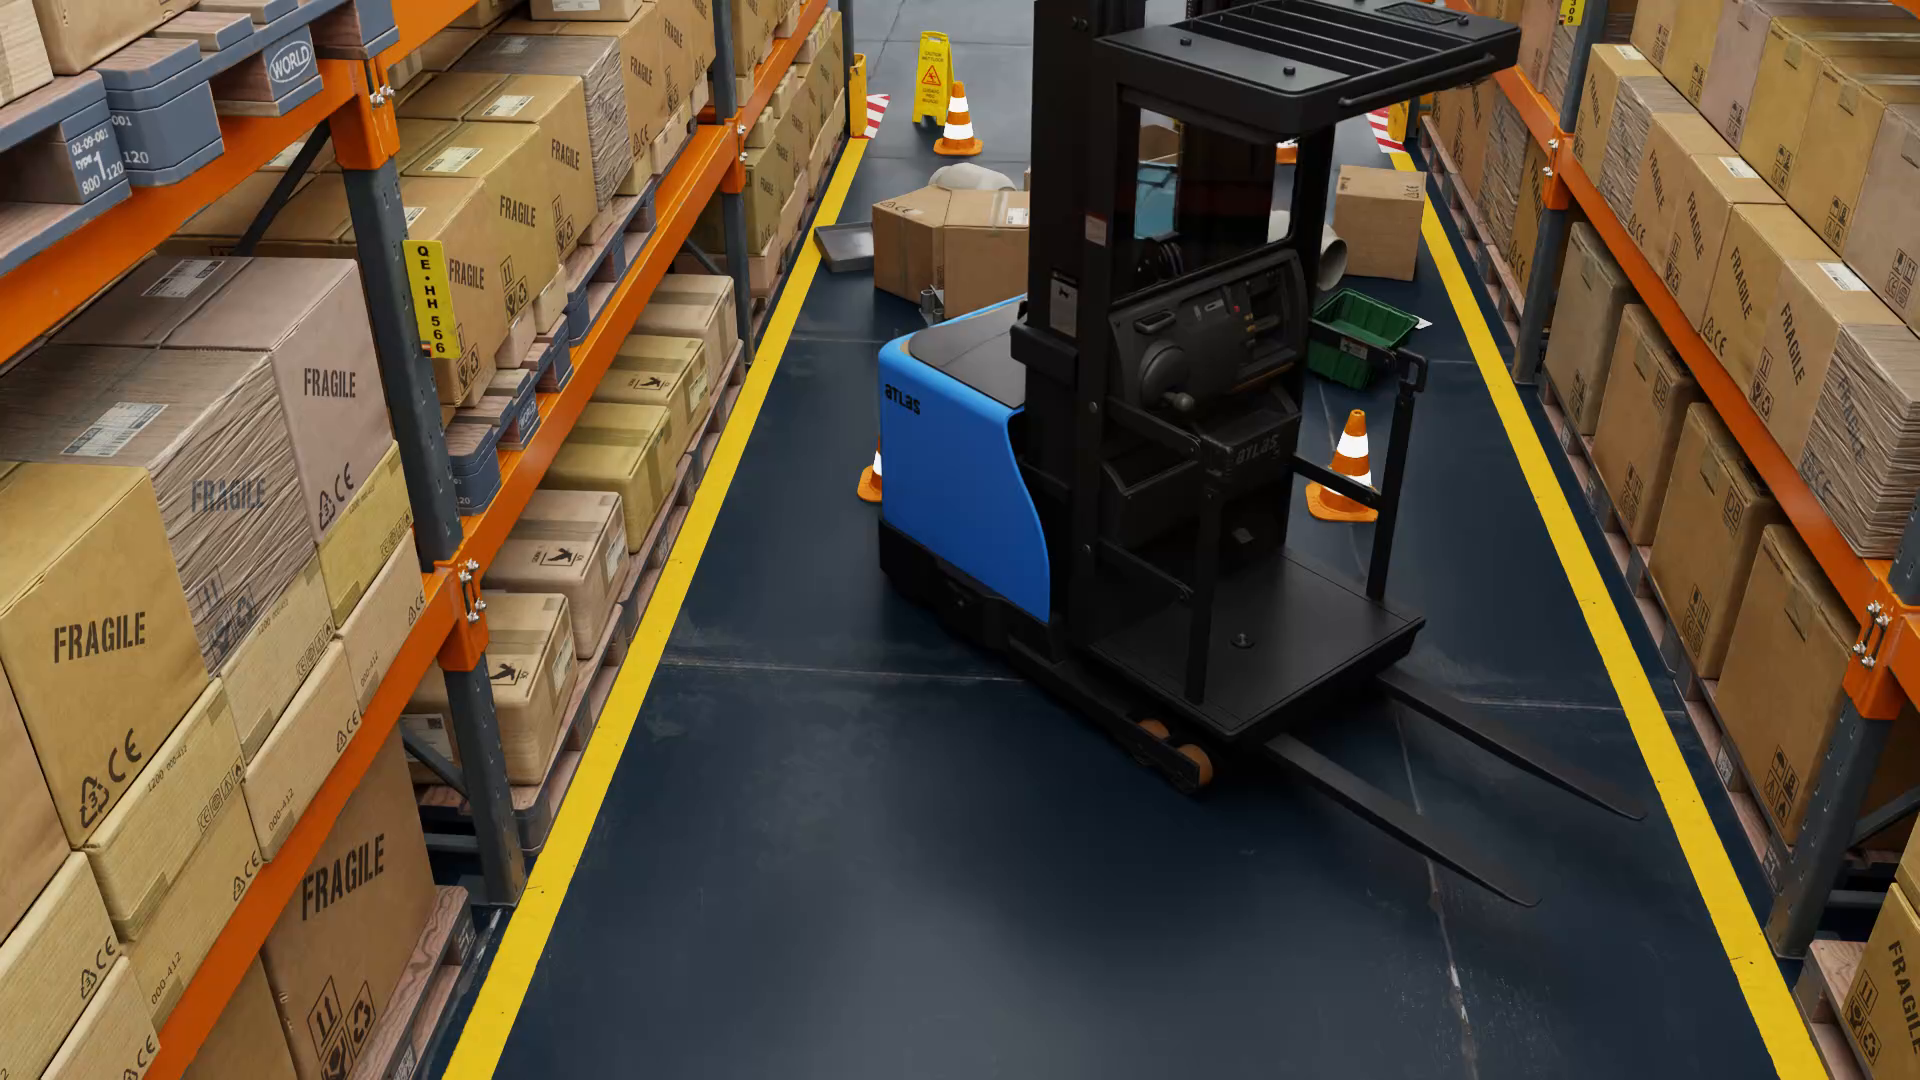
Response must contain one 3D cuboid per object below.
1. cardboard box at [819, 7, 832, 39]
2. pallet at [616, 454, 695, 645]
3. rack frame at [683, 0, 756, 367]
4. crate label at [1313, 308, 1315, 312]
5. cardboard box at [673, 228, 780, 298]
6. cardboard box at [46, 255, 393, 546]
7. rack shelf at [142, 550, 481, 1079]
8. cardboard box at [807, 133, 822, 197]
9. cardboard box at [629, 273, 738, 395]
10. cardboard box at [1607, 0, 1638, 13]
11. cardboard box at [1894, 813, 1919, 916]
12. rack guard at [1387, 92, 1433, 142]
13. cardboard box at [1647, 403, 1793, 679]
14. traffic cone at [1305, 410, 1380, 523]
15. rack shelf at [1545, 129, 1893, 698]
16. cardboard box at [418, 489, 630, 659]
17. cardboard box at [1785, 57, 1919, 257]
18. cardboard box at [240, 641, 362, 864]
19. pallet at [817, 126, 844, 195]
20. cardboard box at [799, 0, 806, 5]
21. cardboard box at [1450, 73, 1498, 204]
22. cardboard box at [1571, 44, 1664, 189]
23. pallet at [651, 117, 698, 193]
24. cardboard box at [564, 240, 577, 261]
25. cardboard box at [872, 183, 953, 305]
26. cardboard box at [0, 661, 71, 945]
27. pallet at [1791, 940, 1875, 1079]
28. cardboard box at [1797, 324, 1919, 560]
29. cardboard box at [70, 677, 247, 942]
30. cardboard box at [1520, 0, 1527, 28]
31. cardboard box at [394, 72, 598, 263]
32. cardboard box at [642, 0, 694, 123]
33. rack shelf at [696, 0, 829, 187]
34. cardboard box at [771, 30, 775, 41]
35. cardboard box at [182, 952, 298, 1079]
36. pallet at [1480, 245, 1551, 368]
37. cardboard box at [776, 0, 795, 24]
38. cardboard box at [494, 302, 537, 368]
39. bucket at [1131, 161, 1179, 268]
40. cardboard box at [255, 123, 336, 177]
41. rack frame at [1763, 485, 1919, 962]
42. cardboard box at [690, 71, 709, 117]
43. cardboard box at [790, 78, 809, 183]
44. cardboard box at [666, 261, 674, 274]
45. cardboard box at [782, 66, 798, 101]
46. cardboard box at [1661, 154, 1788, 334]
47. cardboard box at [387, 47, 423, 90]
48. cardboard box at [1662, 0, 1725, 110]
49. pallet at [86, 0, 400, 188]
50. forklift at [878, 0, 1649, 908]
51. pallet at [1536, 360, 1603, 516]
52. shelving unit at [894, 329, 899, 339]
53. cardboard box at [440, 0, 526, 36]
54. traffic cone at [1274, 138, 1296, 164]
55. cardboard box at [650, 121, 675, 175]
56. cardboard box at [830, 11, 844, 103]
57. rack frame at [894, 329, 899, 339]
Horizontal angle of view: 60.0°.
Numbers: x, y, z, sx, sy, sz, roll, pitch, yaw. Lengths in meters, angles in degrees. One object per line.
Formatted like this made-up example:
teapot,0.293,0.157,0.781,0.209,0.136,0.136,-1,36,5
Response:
cardboard box,-1.032,-3.309,10.648,0.380,0.149,0.250,3,32,5
pallet,-1.748,-0.005,7.057,1.003,0.211,1.213,2,32,4
rack frame,-1.589,-2.239,8.024,1.000,3.000,0.127,2,32,4
crate label,1.810,-1.280,9.196,0.298,0.136,0.250,-20,37,-29
cardboard box,-1.272,-1.544,9.117,0.500,0.250,0.500,1,32,2
cardboard box,-1.696,-0.334,3.884,0.500,0.500,0.500,2,32,3
rack shelf,-2.078,1.205,3.121,1.077,0.370,4.000,2,32,4
cardboard box,-1.148,-2.360,10.441,0.500,0.250,0.500,1,32,2
cardboard box,-1.629,-1.024,8.158,0.950,0.372,0.625,3,32,5
cardboard box,3.417,-2.795,7.754,0.875,0.550,0.550,2,32,4
cardboard box,2.730,0.928,4.153,0.500,0.250,0.500,1,32,2
rack guard,3.680,-3.120,11.836,1.175,0.500,0.348,2,32,4
cardboard box,3.234,0.019,6.105,1.050,0.750,0.750,3,32,5
traffic cone,1.739,-0.363,7.399,0.336,0.463,0.334,2,32,4
rack shelf,3.190,-0.728,6.258,1.077,0.370,4.000,2,32,4
cardboard box,-1.807,0.112,6.314,0.950,0.372,0.625,2,32,3
cardboard box,3.153,-1.224,5.329,0.700,0.500,0.500,2,32,3
cardboard box,-1.723,0.460,3.787,0.500,0.250,0.500,3,32,5
pallet,-1.371,-2.680,11.398,1.003,0.211,1.213,2,32,4
cardboard box,-1.115,-3.347,10.061,0.380,0.149,0.250,2,32,3
cardboard box,3.619,-2.628,10.281,0.875,0.875,0.875,2,32,3
cardboard box,3.042,-1.859,7.312,0.500,0.500,0.500,3,32,5
pallet,-1.796,-1.764,7.436,1.003,0.211,1.213,2,32,4
cardboard box,-1.609,-1.090,5.999,0.380,0.149,0.250,4,32,6
cardboard box,-0.146,-1.678,9.494,0.500,0.500,0.500,27,41,37
cardboard box,-1.825,0.459,2.599,0.500,0.500,0.500,2,32,3
pallet,2.962,1.607,4.441,1.003,0.211,1.213,2,32,4
cardboard box,2.796,-0.278,4.747,0.500,0.500,0.500,2,32,4
cardboard box,-1.760,0.505,3.238,0.500,0.250,0.500,2,32,3
cardboard box,3.554,-2.903,8.959,0.875,0.550,0.550,2,32,4
cardboard box,-1.576,-1.271,5.675,0.500,0.500,0.500,3,32,5
cardboard box,-1.437,-2.076,6.981,0.500,0.500,0.500,3,32,4
rack shelf,-1.426,-2.978,9.909,1.077,0.370,4.000,2,32,4
cardboard box,-1.238,-2.826,9.216,0.380,0.149,0.250,2,32,4
cardboard box,-2.131,1.402,3.740,0.875,0.875,0.875,3,32,5
pallet,3.493,-1.287,9.138,1.003,0.211,1.213,2,32,4
cardboard box,-1.204,-3.152,9.126,0.500,0.500,0.500,2,32,4
cardboard box,-1.578,-0.668,5.315,0.380,0.149,0.250,0,32,1
bucket,1.066,-1.503,8.502,0.726,0.611,0.620,14,44,21
cardboard box,-2.124,-1.015,5.260,0.500,0.500,0.500,2,32,3
rack frame,3.027,0.011,4.372,1.000,3.000,0.127,2,32,4
cardboard box,-1.356,-2.030,7.524,0.380,0.149,0.250,3,32,5
cardboard box,-1.196,-2.415,9.815,0.500,0.500,0.500,4,32,7
cardboard box,-1.809,-1.568,9.155,0.500,0.250,0.500,4,32,6
cardboard box,-1.143,-2.612,9.517,0.380,0.149,0.250,4,32,7
cardboard box,2.916,-1.068,6.029,0.500,0.500,0.500,3,32,5
cardboard box,-2.063,-1.639,5.653,0.380,0.149,0.250,1,32,2
cardboard box,3.278,-2.019,6.619,0.700,0.500,0.500,2,32,3
pallet,-1.914,-1.005,3.342,1.213,0.211,1.003,4,32,6
forklift,1.001,-0.666,5.537,1.130,2.935,3.031,-24,39,-33
pallet,3.365,-0.486,7.838,1.003,0.211,1.213,2,32,4
shelving unit,-0.149,-0.449,7.122,0.258,0.900,0.210,-2,32,-4
cardboard box,-2.007,-1.834,6.588,0.500,0.500,0.500,2,32,4
traffic cone,2.220,-2.875,11.474,0.336,0.463,0.334,2,32,4
cardboard box,-1.397,-1.623,6.863,0.380,0.149,0.250,3,32,4
cardboard box,-1.069,-3.228,11.134,0.500,0.500,0.500,3,32,4
rack frame,-0.157,-0.503,7.208,0.240,0.900,0.006,-2,32,-4
